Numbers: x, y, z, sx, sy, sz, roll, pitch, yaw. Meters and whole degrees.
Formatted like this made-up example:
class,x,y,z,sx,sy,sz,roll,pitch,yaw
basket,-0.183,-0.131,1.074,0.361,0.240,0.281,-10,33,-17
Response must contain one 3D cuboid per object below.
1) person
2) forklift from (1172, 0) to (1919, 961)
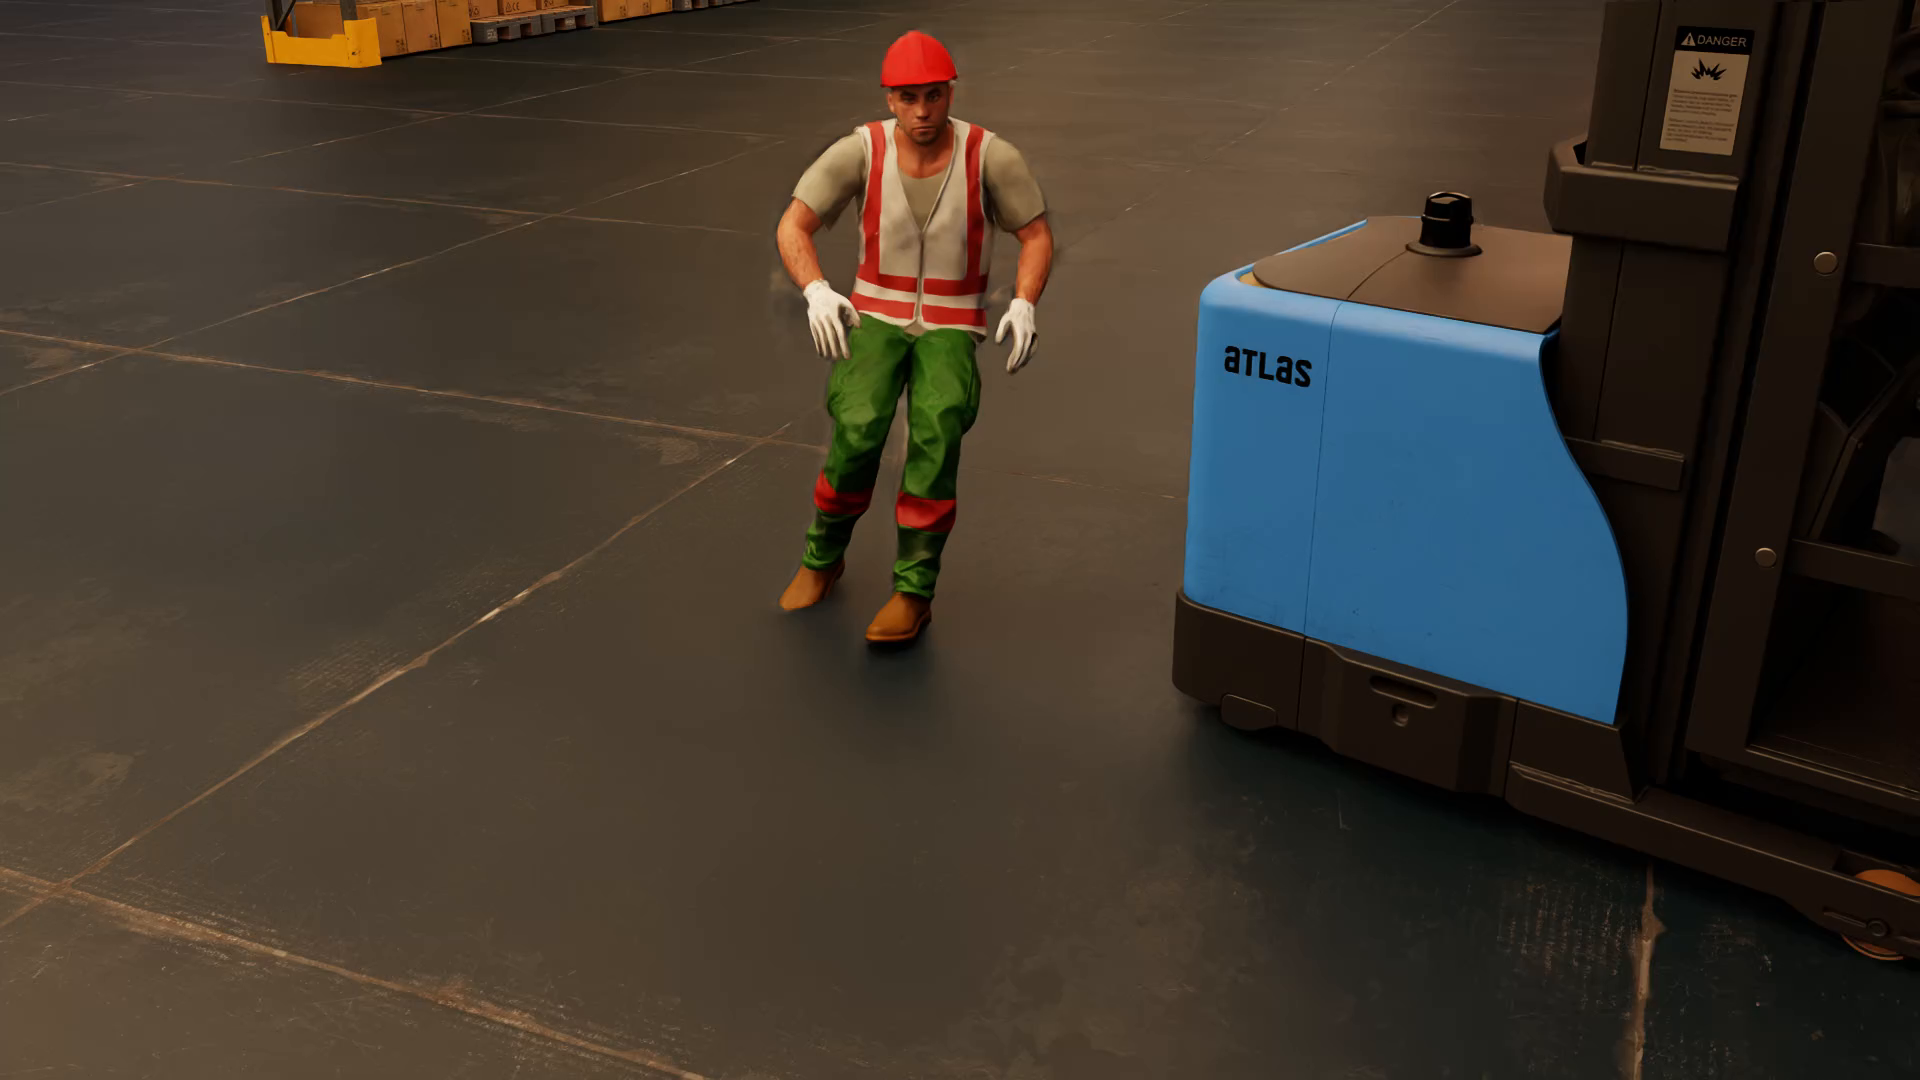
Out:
class,x,y,z,sx,sy,sz,roll,pitch,yaw
person,-0.121,-0.544,4.491,0.798,1.567,0.897,-1,23,-4
forklift,1.999,-0.738,3.058,3.031,2.935,1.130,16,28,34
